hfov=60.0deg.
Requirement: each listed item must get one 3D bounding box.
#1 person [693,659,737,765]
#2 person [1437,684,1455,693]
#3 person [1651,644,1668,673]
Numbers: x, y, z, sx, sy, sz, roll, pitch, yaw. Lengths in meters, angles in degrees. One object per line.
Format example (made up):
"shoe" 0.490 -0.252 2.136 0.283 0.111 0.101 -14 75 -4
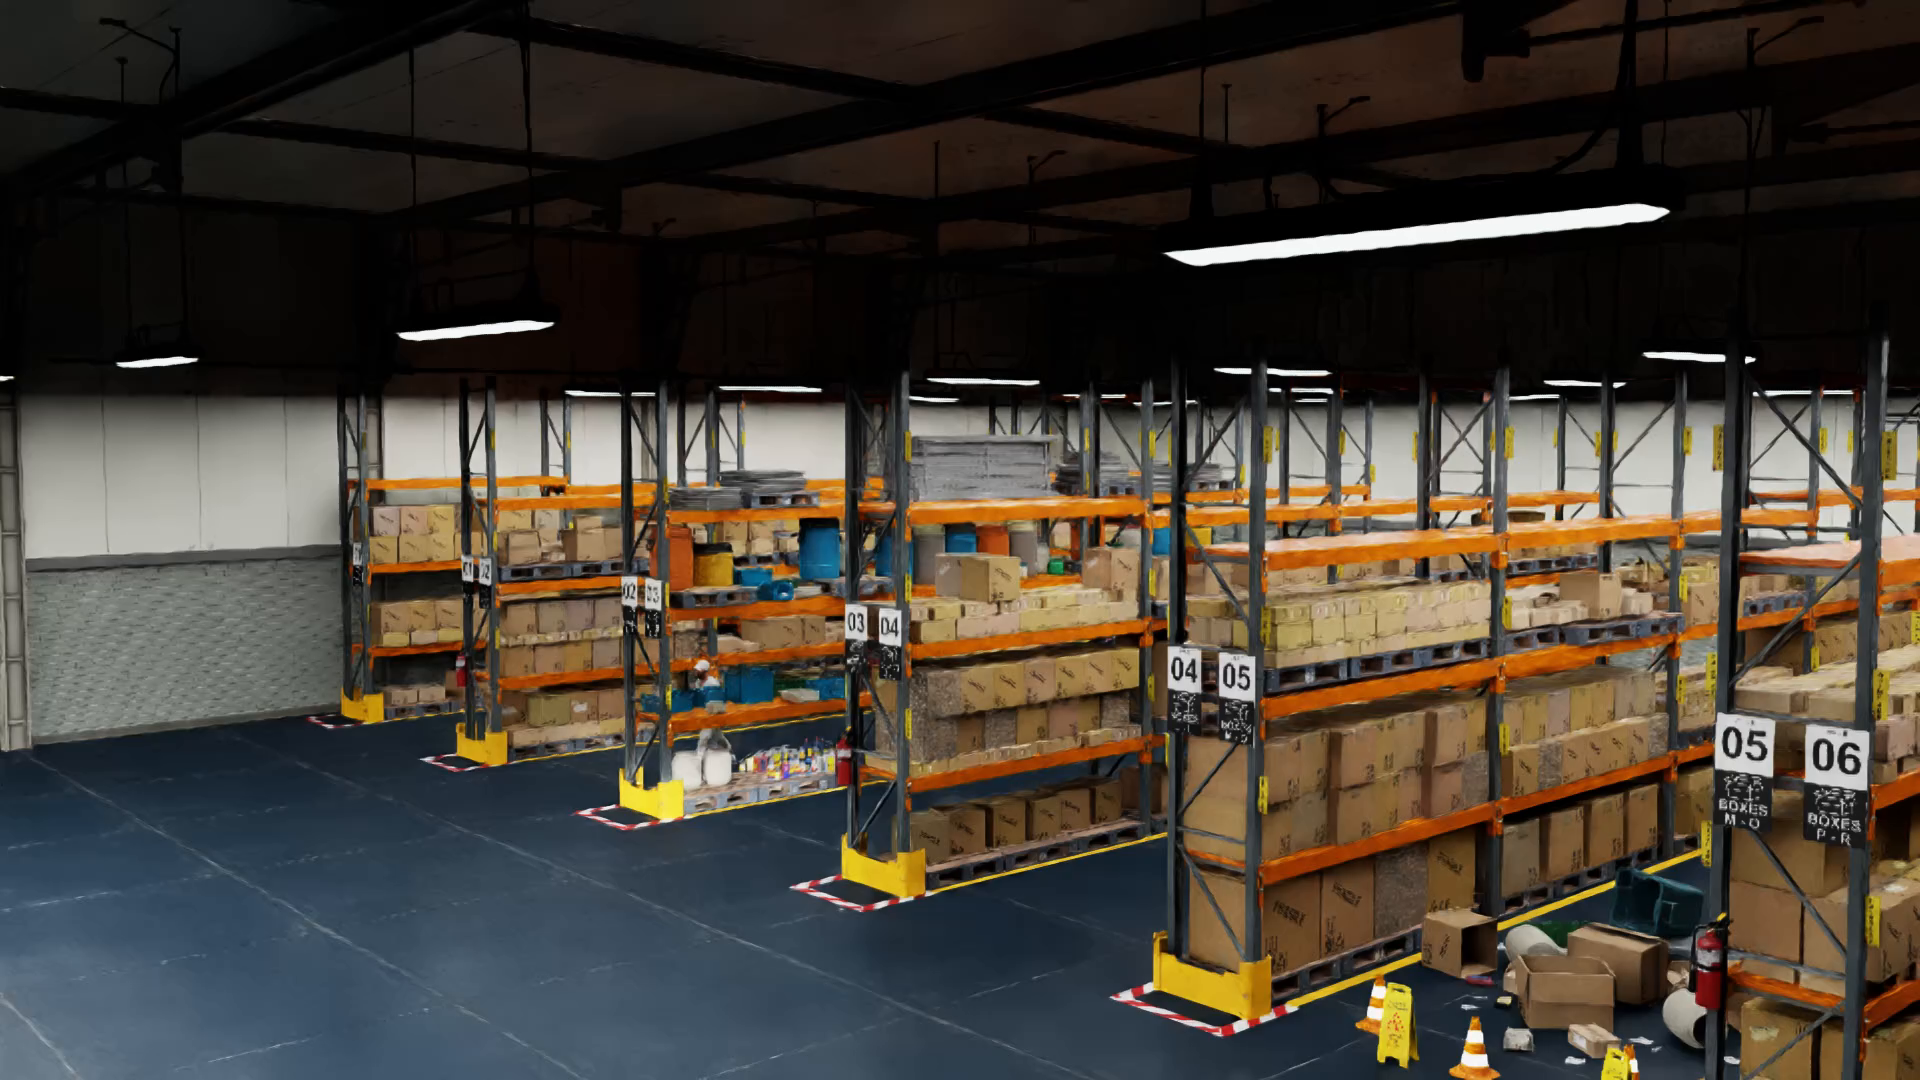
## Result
"person" -3.841 2.647 25.118 1.117 1.709 0.553 -3 5 -40
"person" 6.925 2.806 23.620 0.496 1.632 0.639 -4 5 -44
"person" 13.303 2.300 31.725 0.597 1.578 0.455 0 4 3
